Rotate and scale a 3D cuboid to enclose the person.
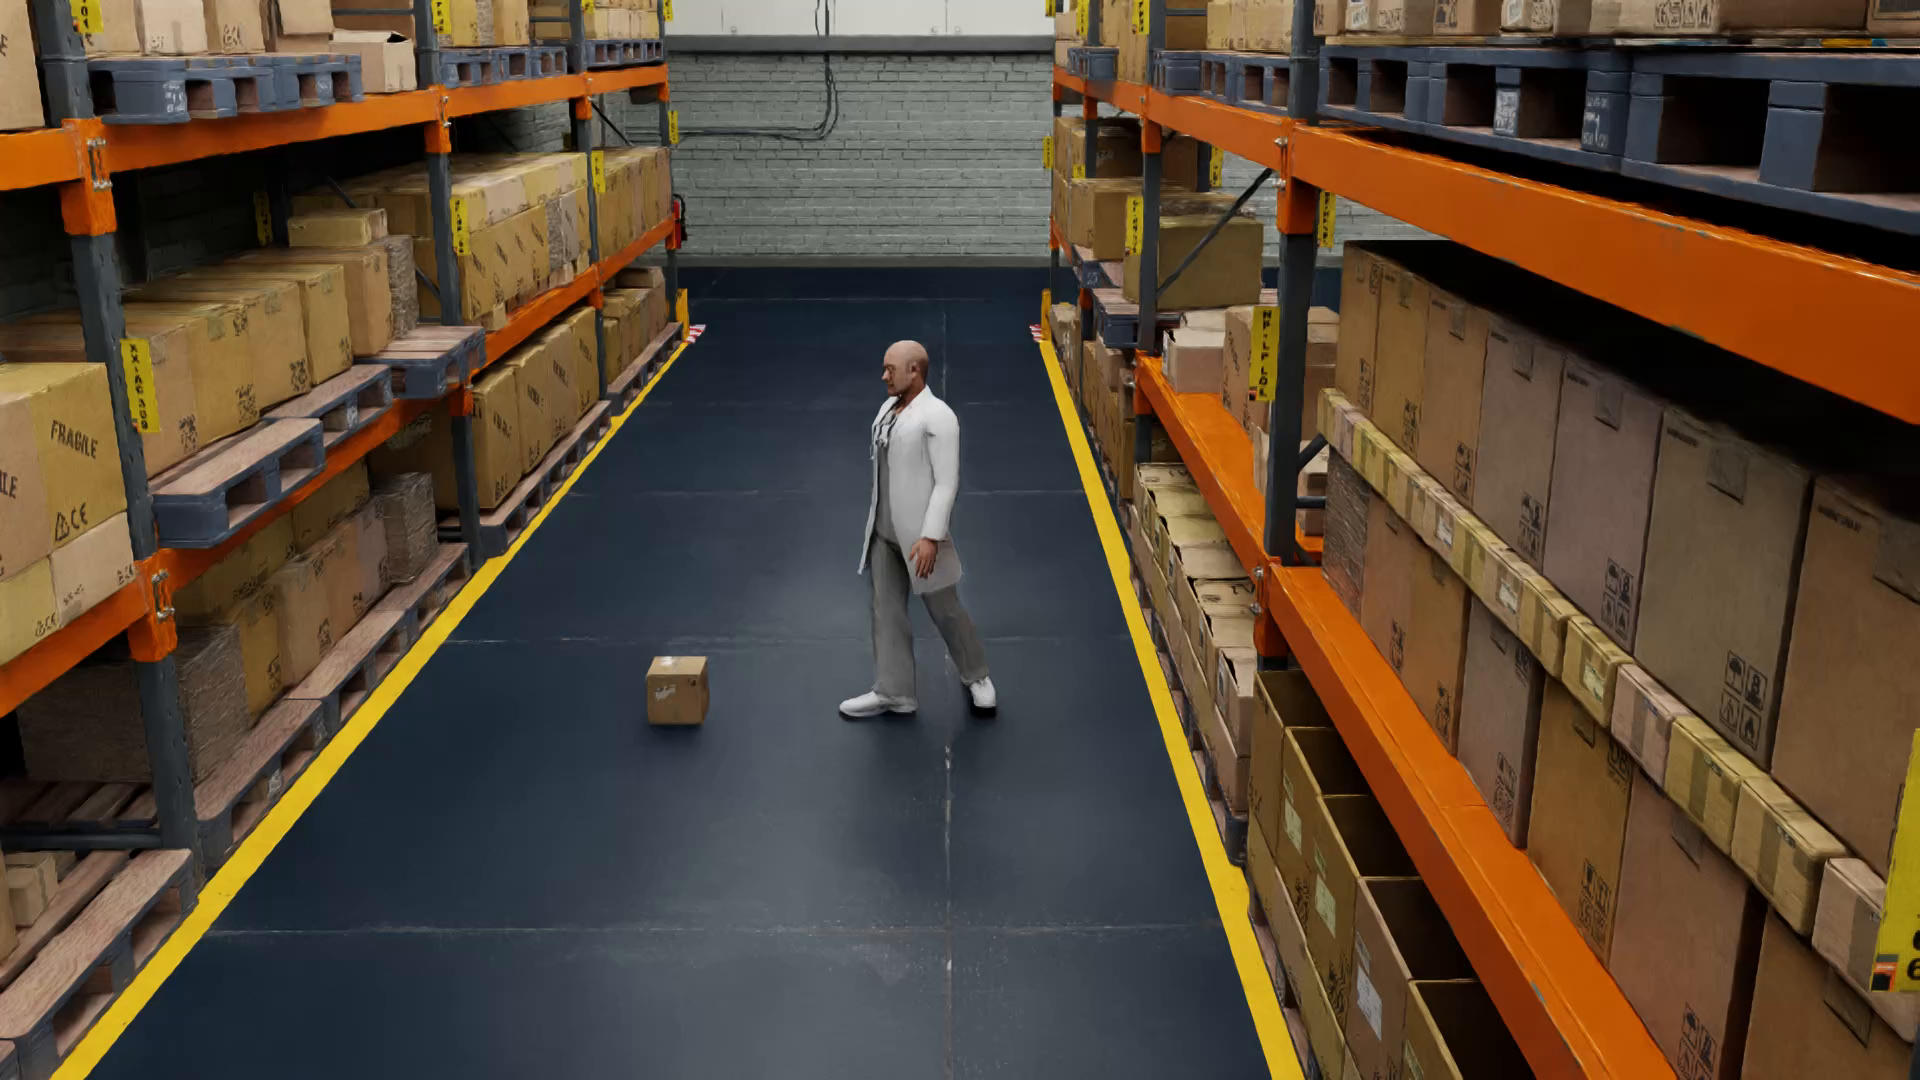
[{"bbox_3d":[-0.201,-0.051,7.744,0.730,1.773,0.683,-13,21,-37],"label":"person"}]
